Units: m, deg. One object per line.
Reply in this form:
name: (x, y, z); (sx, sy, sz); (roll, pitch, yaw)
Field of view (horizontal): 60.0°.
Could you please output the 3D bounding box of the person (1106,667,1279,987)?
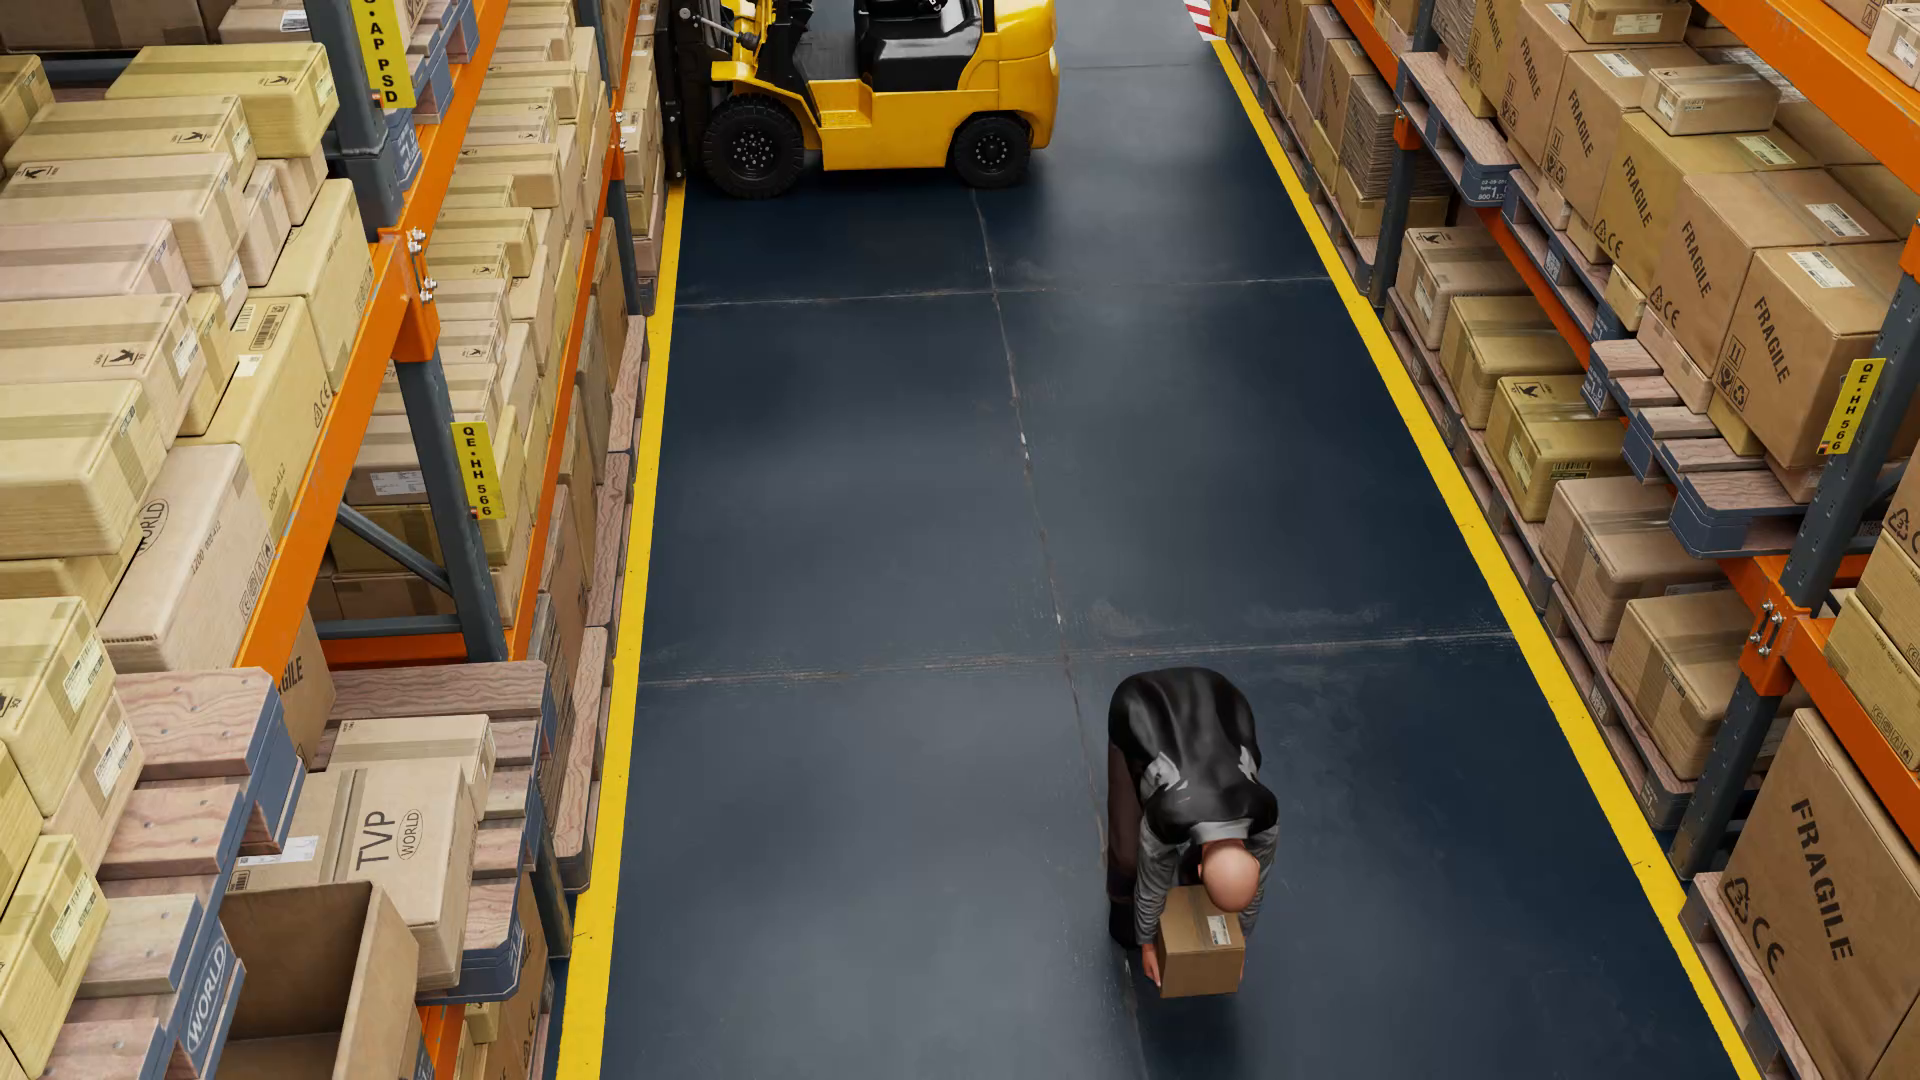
person: (0.744, 1.026, 5.397); (0.475, 1.100, 0.961); (-5, 39, -6)
